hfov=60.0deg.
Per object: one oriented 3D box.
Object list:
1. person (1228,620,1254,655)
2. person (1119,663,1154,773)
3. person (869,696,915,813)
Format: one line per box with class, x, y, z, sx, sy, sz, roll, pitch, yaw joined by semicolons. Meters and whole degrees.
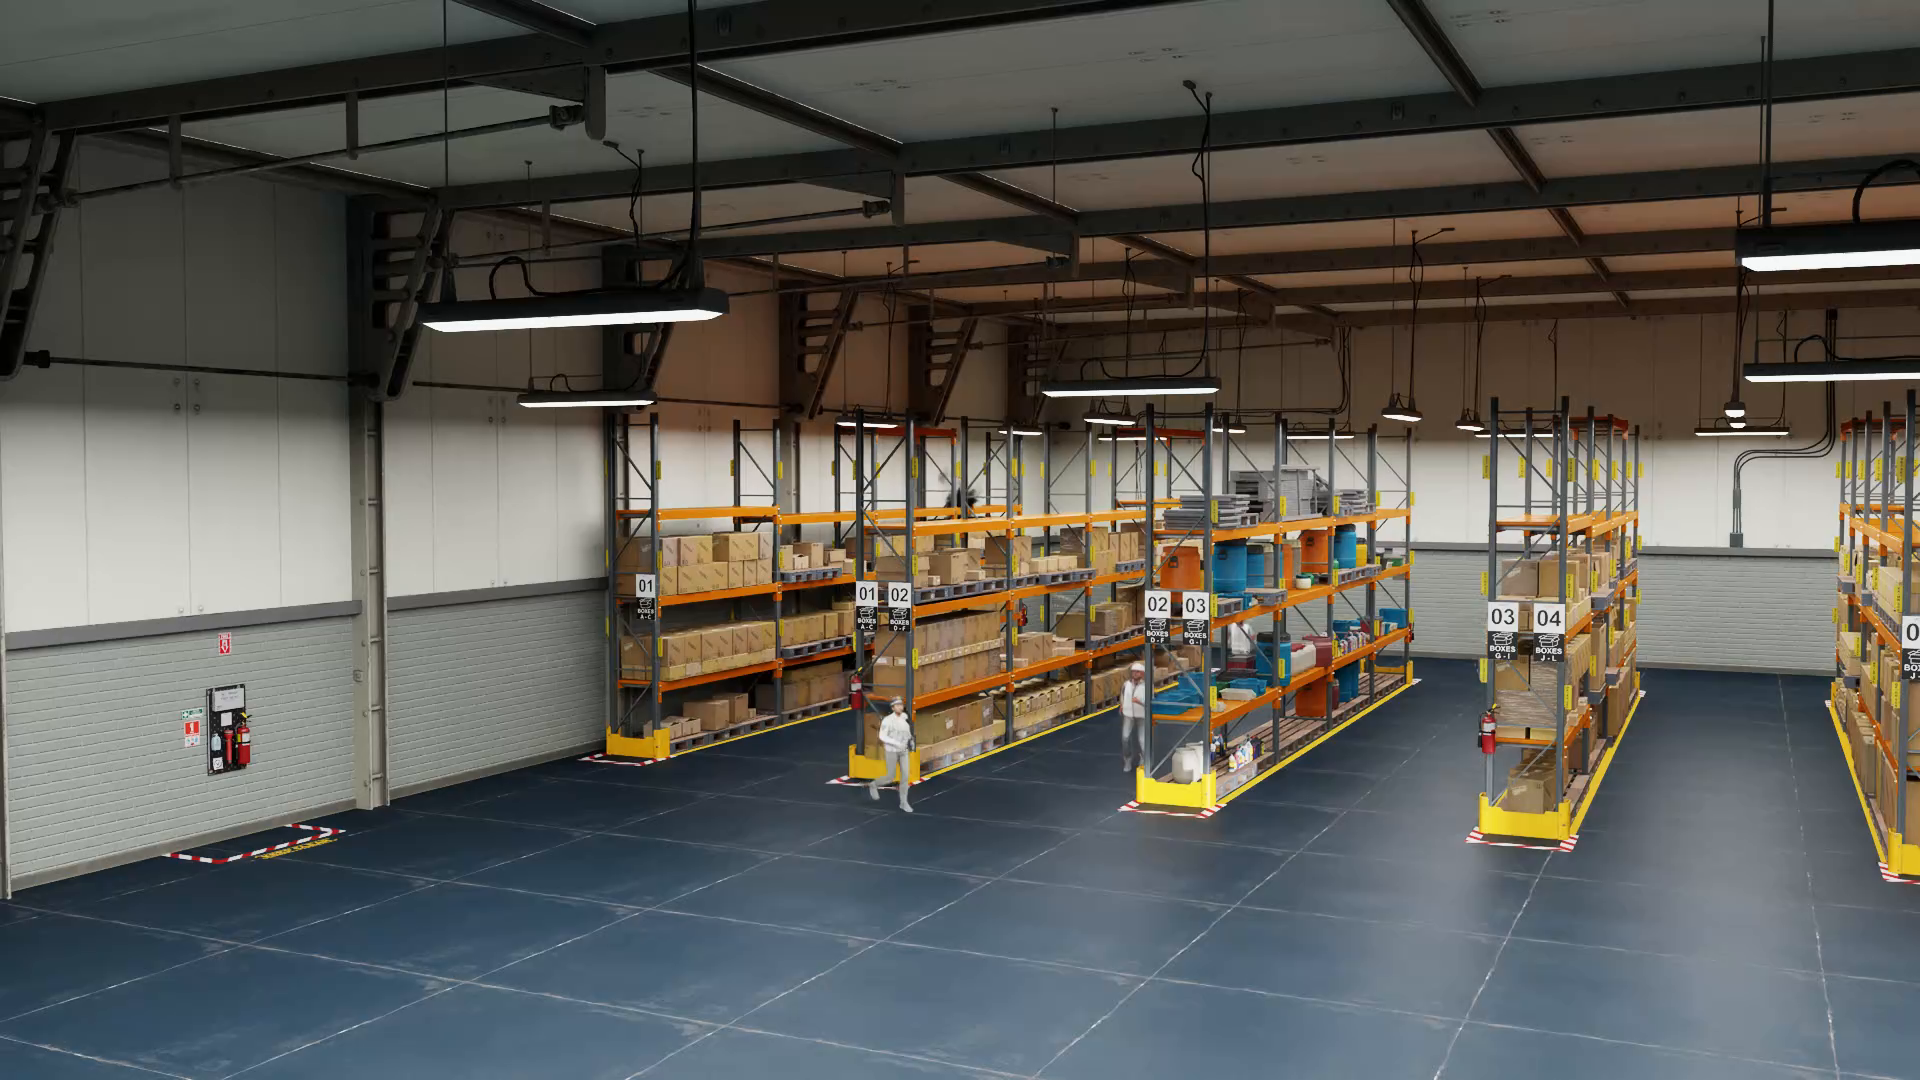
person;6.408;2.529;38.189;0.679;1.733;0.621;1;2;12
person;2.928;2.957;27.662;0.624;1.831;0.752;1;3;19
person;-0.962;3.133;24.592;0.626;1.703;0.866;-2;3;-39
